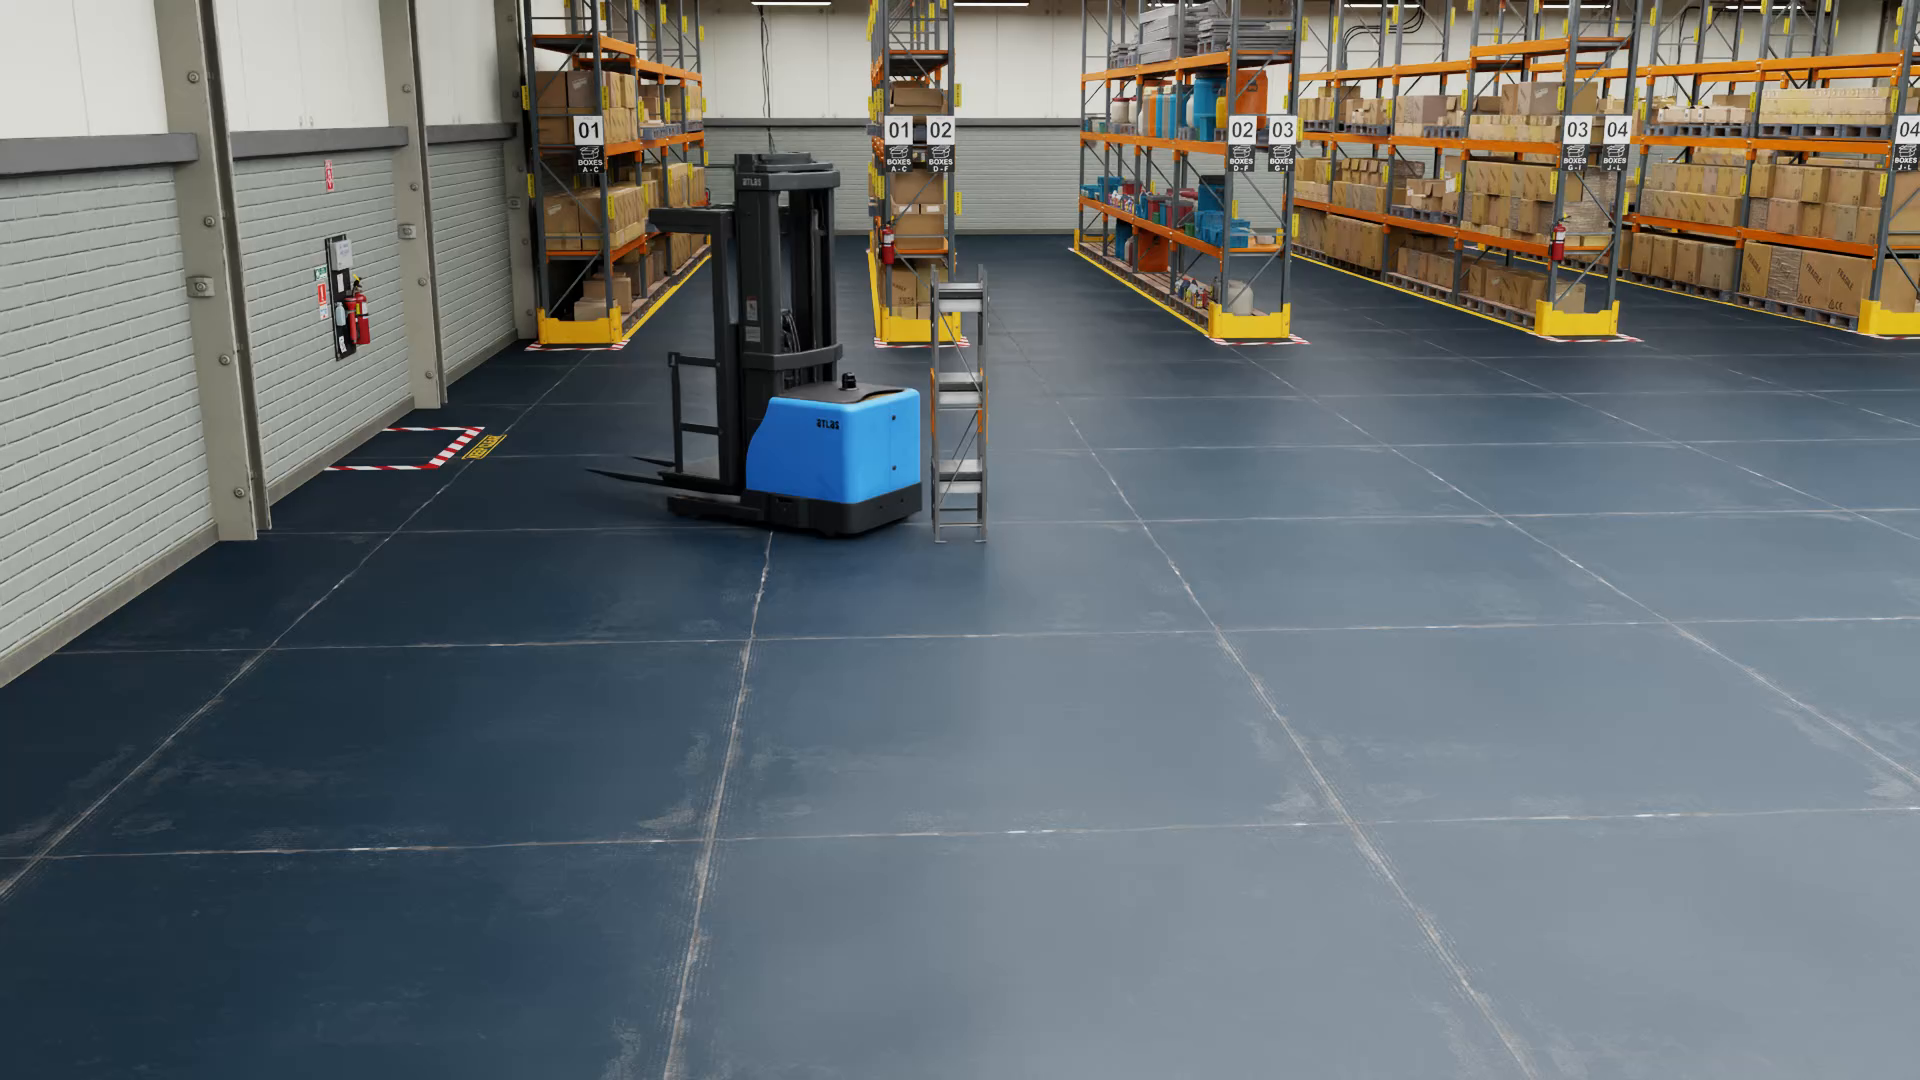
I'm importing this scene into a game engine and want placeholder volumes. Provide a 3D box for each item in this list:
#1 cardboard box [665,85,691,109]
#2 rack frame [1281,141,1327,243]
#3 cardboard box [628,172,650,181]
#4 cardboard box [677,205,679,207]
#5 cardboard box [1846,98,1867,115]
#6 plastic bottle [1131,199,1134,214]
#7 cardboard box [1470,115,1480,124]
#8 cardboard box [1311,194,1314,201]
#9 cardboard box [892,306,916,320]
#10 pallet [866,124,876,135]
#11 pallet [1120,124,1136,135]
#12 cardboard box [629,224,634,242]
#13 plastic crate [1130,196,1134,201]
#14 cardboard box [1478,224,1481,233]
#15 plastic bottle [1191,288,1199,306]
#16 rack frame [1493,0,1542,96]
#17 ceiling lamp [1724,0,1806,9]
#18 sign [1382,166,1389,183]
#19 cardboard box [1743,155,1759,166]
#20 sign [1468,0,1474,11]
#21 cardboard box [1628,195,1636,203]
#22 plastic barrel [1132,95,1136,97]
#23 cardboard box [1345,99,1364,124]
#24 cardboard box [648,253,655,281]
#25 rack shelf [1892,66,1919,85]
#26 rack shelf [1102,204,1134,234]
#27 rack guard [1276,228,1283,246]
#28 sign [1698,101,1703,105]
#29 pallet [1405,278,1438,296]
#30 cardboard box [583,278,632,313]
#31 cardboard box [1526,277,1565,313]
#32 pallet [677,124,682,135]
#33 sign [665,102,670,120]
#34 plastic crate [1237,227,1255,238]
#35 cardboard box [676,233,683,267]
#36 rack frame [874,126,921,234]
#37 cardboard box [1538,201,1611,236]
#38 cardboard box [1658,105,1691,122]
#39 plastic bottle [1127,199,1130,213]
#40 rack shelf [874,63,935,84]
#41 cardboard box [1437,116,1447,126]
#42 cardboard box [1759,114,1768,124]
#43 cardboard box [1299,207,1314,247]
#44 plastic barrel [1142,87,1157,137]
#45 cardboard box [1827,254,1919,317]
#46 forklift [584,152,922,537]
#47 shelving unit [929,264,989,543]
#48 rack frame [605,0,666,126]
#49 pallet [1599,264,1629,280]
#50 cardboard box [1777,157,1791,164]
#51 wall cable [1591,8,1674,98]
[{"bbox_3d":[-6.035,-9.484,35.601,0.500,0.500,0.500,-1,14,-4],"label":"cardboard box"},{"bbox_3d":[8.313,-8.532,40.167,1.000,3.000,0.127,-1,14,-3],"label":"rack frame"},{"bbox_3d":[-5.937,-6.723,30.753,0.380,0.149,0.250,-3,15,-13],"label":"cardboard box"},{"bbox_3d":[-5.932,-6.799,33.897,0.380,0.149,0.250,-1,14,-5],"label":"cardboard box"},{"bbox_3d":[13.922,-6.622,25.384,0.500,0.250,0.500,-1,14,-3],"label":"cardboard box"},{"bbox_3d":[3.400,-6.561,32.740,0.061,0.283,0.133,-1,14,-3],"label":"plastic bottle"},{"bbox_3d":[8.769,-7.035,27.830,0.380,0.149,0.250,-1,14,-5],"label":"cardboard box"},{"bbox_3d":[8.151,-7.742,37.602,0.380,0.149,0.250,-1,14,-2],"label":"cardboard box"},{"bbox_3d":[-0.911,-3.401,24.901,0.500,0.250,0.500,-1,14,-3],"label":"cardboard box"},{"bbox_3d":[-1.289,-8.326,33.722,1.213,0.211,1.003,-1,14,-3],"label":"pallet"},{"bbox_3d":[3.837,-8.346,33.805,1.003,0.211,1.213,-1,14,-3],"label":"pallet"},{"bbox_3d":[-5.342,-4.768,25.799,0.500,0.250,0.500,-1,14,-3],"label":"cardboard box"},{"bbox_3d":[3.731,-7.480,36.487,0.396,0.136,0.243,-1,14,-3],"label":"plastic crate"},{"bbox_3d":[8.840,-5.182,27.650,0.380,0.149,0.250,-1,14,-3],"label":"cardboard box"},{"bbox_3d":[3.813,-3.918,26.817,0.152,0.276,0.135,-1,14,-5],"label":"plastic bottle"},{"bbox_3d":[13.270,-11.489,39.619,1.000,3.000,0.127,-1,14,-3],"label":"rack frame"},{"bbox_3d":[20.668,-15.125,42.039,2.000,3.185,0.800,-1,14,-3],"label":"ceiling lamp"},{"bbox_3d":[8.255,-7.094,32.253,0.100,0.325,0.005,-1,14,-3],"label":"sign"},{"bbox_3d":[18.124,-8.462,37.688,0.500,0.500,0.500,-1,14,-4],"label":"cardboard box"},{"bbox_3d":[8.503,-8.972,27.645,0.100,0.325,0.005,-1,14,-3],"label":"sign"},{"bbox_3d":[13.276,-6.791,33.062,0.380,0.149,0.250,-1,14,-3],"label":"cardboard box"},{"bbox_3d":[3.877,-8.984,34.684,0.600,0.588,0.600,0,14,0],"label":"plastic barrel"},{"bbox_3d":[8.607,-9.098,35.302,0.700,0.500,0.500,-1,14,-2],"label":"cardboard box"},{"bbox_3d":[-6.010,-5.007,30.601,0.700,0.500,0.500,-1,14,-4],"label":"cardboard box"},{"bbox_3d":[18.824,-8.561,30.487,1.077,0.370,4.000,-1,14,-3],"label":"rack shelf"},{"bbox_3d":[3.741,-6.615,34.160,1.077,0.370,4.000,-1,14,-3],"label":"rack shelf"},{"bbox_3d":[8.312,-7.327,40.502,1.175,0.500,0.348,-1,14,-3],"label":"rack guard"},{"bbox_3d":[14.320,-8.342,32.211,0.100,0.325,0.005,-1,14,-3],"label":"sign"},{"bbox_3d":[8.928,-4.695,30.850,1.003,0.211,1.213,-1,14,-3],"label":"pallet"},{"bbox_3d":[-5.511,-3.824,26.004,0.700,0.500,0.500,-2,15,-7],"label":"cardboard box"},{"bbox_3d":[9.211,-3.849,26.141,0.500,0.500,0.500,3,15,11],"label":"cardboard box"},{"bbox_3d":[-6.165,-8.440,34.176,0.805,0.209,1.217,-1,15,-6],"label":"pallet"},{"bbox_3d":[-5.481,-8.024,31.135,0.100,0.325,0.005,-1,14,-3],"label":"sign"},{"bbox_3d":[4.466,-4.943,26.749,0.530,0.136,0.437,-1,14,-3],"label":"plastic crate"},{"bbox_3d":[-5.985,-5.878,33.324,0.750,0.750,0.750,-1,14,-4],"label":"cardboard box"},{"bbox_3d":[-1.327,-7.385,35.710,1.000,3.000,0.127,-1,14,-3],"label":"rack frame"},{"bbox_3d":[9.298,-4.882,25.185,0.875,0.500,0.500,-1,14,-3],"label":"cardboard box"},{"bbox_3d":[13.591,-8.072,31.494,0.500,0.311,0.500,-1,14,-3],"label":"cardboard box"},{"bbox_3d":[3.387,-6.681,33.230,0.097,0.271,0.097,0,14,0],"label":"plastic bottle"},{"bbox_3d":[-0.955,-8.256,29.302,1.077,0.370,4.000,-1,14,-3],"label":"rack shelf"},{"bbox_3d":[8.841,-7.555,29.977,0.380,0.166,0.250,-1,14,-5],"label":"cardboard box"},{"bbox_3d":[13.696,-7.086,27.988,0.380,0.149,0.250,-1,14,-4],"label":"cardboard box"},{"bbox_3d":[8.489,-7.322,38.886,0.875,0.875,0.875,-1,14,-3],"label":"cardboard box"},{"bbox_3d":[3.700,-7.954,30.894,0.600,0.901,0.600,0,14,0],"label":"plastic barrel"},{"bbox_3d":[14.153,-3.946,25.765,0.875,0.875,0.875,-1,14,-3],"label":"cardboard box"},{"bbox_3d":[-1.833,-1.698,13.744,3.031,2.935,1.130,9,17,31],"label":"forklift"},{"bbox_3d":[-0.010,-1.058,12.925,0.431,2.100,0.503,-1,14,-3],"label":"shelving unit"},{"bbox_3d":[-6.023,-9.218,30.795,1.000,3.000,0.127,-1,14,-3],"label":"rack frame"},{"bbox_3d":[13.718,-5.438,33.737,1.003,0.211,1.213,-1,14,-3],"label":"pallet"},{"bbox_3d":[18.192,-8.109,36.315,0.500,0.500,0.500,-1,14,-3],"label":"cardboard box"},{"bbox_3d":[18.321,-13.012,45.538,2.355,3.000,0.029,-1,14,-3],"label":"wall cable"}]
